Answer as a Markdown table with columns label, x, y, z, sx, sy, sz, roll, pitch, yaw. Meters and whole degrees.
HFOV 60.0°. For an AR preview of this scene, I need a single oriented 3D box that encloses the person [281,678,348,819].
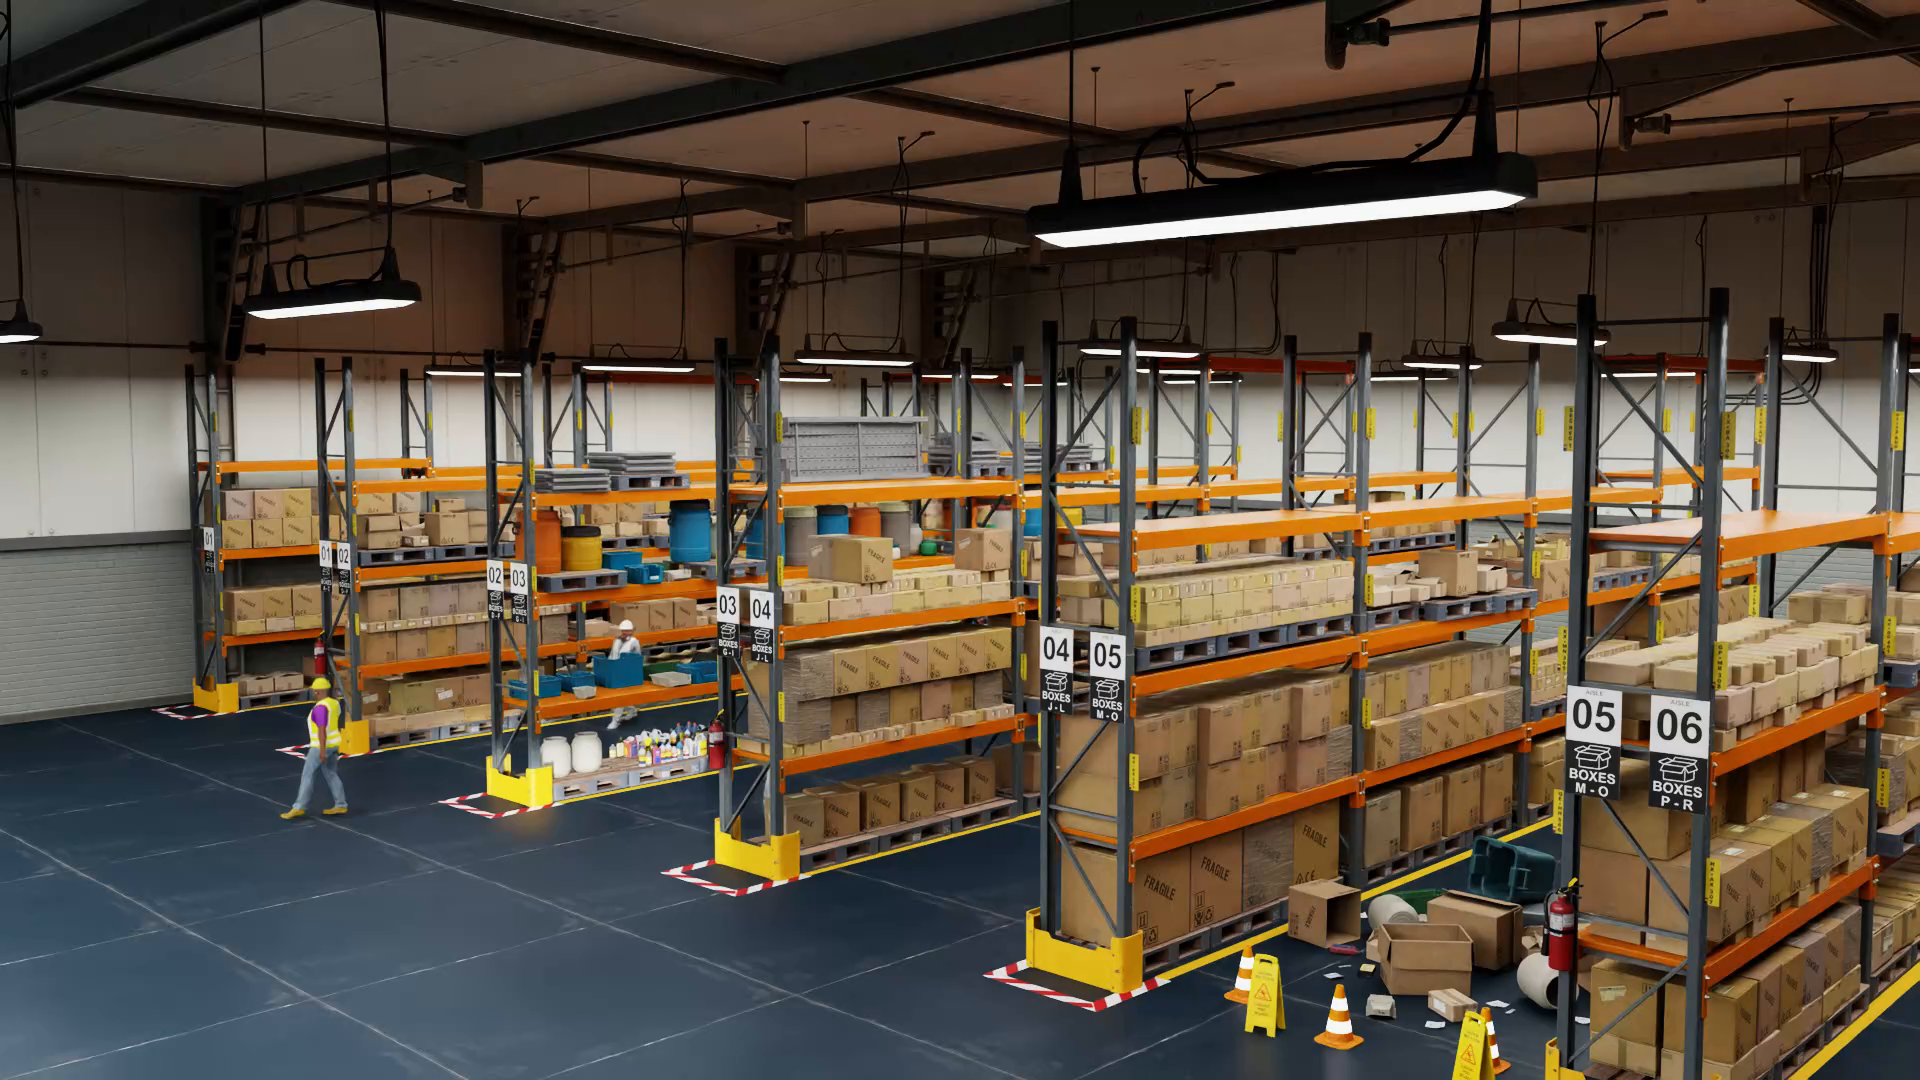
| label | x | y | z | sx | sy | sz | roll | pitch | yaw |
| --- | --- | --- | --- | --- | --- | --- | --- | --- | --- |
| person | -8.249 | 2.649 | 21.336 | 0.737 | 1.757 | 0.654 | 0 | 4 | 6 |

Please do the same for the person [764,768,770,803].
| label | x | y | z | sx | sy | sz | roll | pitch | yaw |
| --- | --- | --- | --- | --- | --- | --- | --- | --- | --- |
| person | -2.343 | 2.651 | 21.249 | 0.586 | 1.791 | 0.529 | 2 | 5 | 24 |

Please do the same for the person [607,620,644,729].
| label | x | y | z | sx | sy | sz | roll | pitch | yaw |
| --- | --- | --- | --- | --- | --- | --- | --- | --- | --- |
| person | -5.560 | 2.200 | 27.493 | 0.612 | 1.770 | 0.768 | 2 | 5 | 27 |
